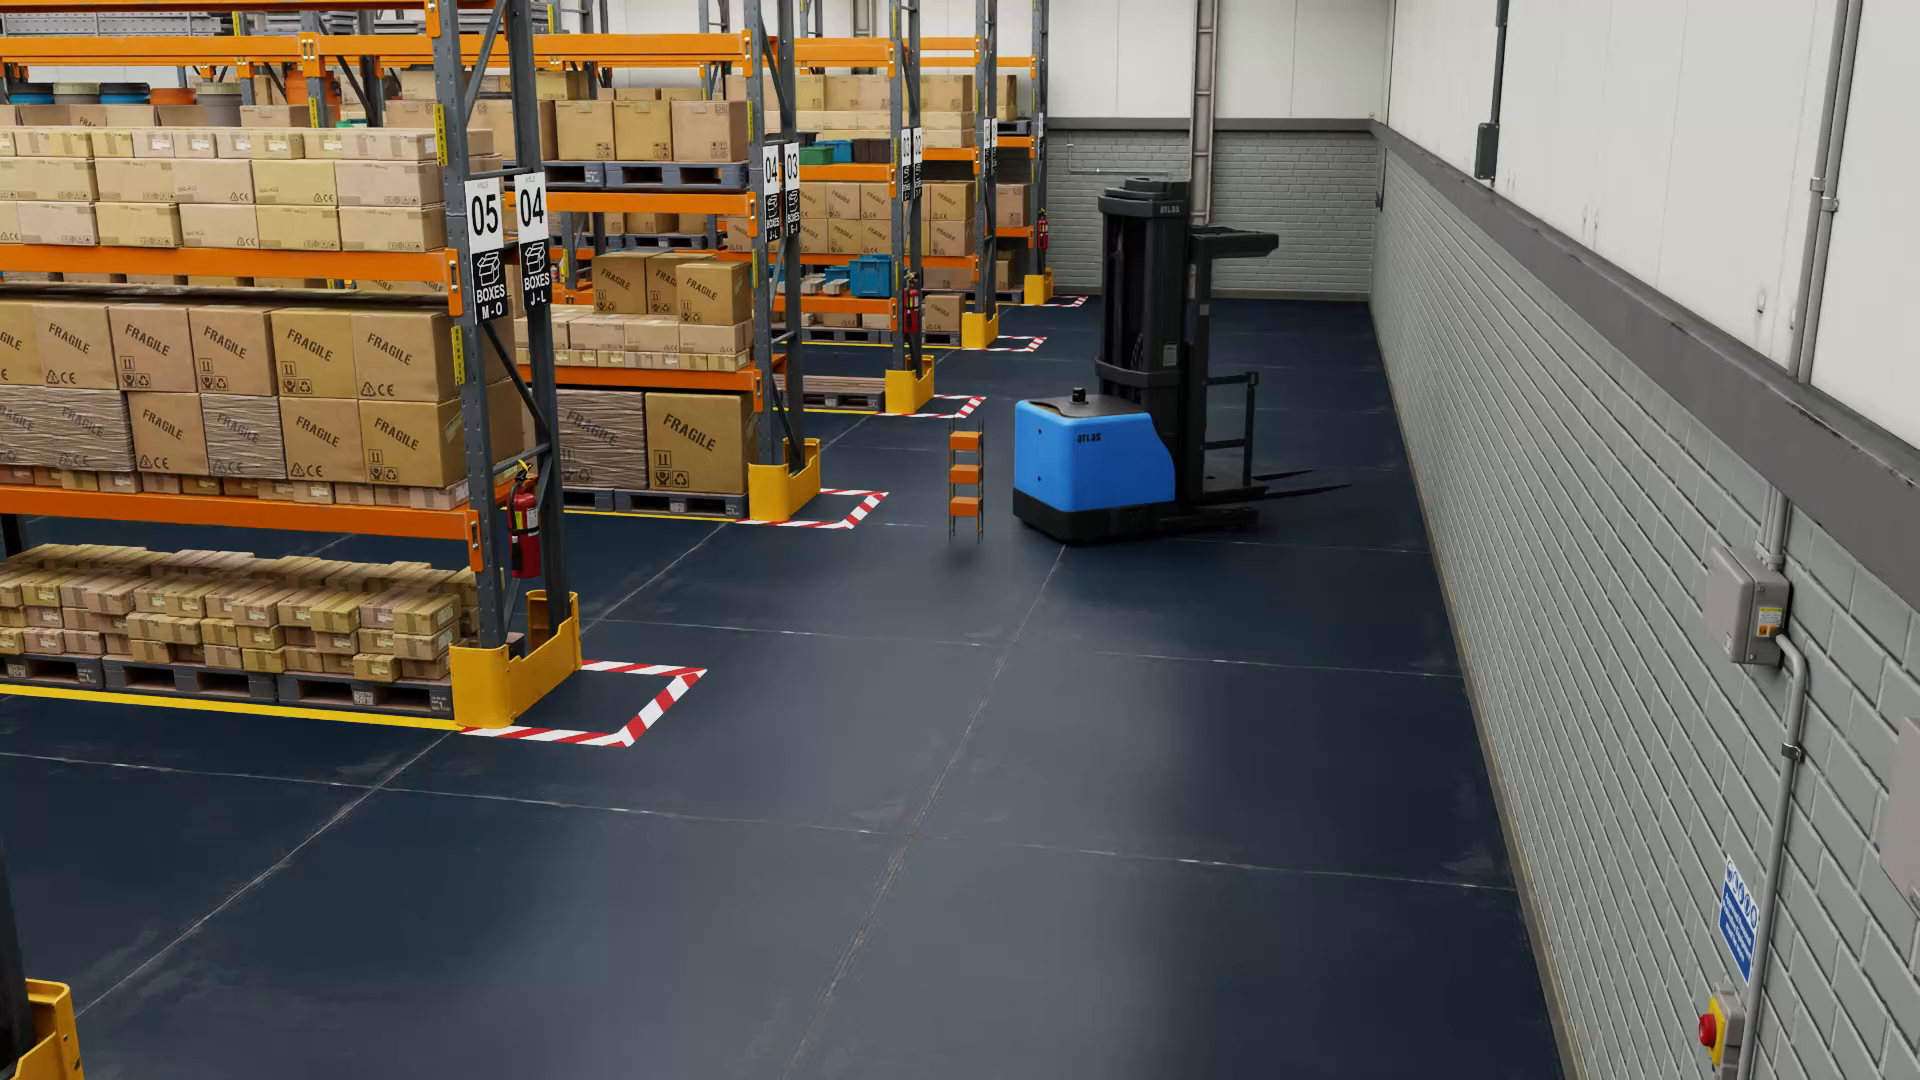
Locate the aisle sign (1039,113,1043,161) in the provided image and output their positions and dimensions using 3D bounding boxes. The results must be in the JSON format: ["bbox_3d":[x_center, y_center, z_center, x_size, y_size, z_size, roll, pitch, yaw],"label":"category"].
[{"bbox_3d":[1.367,-6.822,28.129,0.004,0.787,0.394,3,16,11],"label":"aisle sign"}]

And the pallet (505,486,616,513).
[{"bbox_3d":[-3.596,-0.507,15.428,1.213,0.211,1.003,3,16,11],"label":"pallet"}]

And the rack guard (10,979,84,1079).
[{"bbox_3d":[-3.556,2.035,5.710,0.348,0.500,1.175,3,16,11],"label":"rack guard"}]

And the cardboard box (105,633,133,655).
[{"bbox_3d":[-5.275,0.610,10.725,0.250,0.149,0.380,2,16,9],"label":"cardboard box"}]

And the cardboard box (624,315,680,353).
[{"bbox_3d":[-2.630,-1.818,14.661,0.500,0.250,0.500,3,16,10],"label":"cardboard box"}]

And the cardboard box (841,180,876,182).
[{"bbox_3d":[-1.511,-5.058,24.573,0.500,0.500,0.500,3,16,11],"label":"cardboard box"}]

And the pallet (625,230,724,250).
[{"bbox_3d":[-4.308,-4.546,25.145,1.213,0.211,1.003,3,16,11],"label":"pallet"}]

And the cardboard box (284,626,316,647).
[{"bbox_3d":[-4.019,0.535,10.439,0.250,0.149,0.380,3,16,10],"label":"cardboard box"}]

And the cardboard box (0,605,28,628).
[{"bbox_3d":[-6.055,0.437,10.793,0.250,0.149,0.380,3,16,11],"label":"cardboard box"}]

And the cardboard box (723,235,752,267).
[{"bbox_3d":[-4.098,-5.077,29.943,0.750,0.750,0.750,4,16,13],"label":"cardboard box"}]

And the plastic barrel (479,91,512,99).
[{"bbox_3d":[-5.473,-5.006,19.688,0.600,0.588,0.600,0,15,0],"label":"plastic barrel"}]

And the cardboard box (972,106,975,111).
[{"bbox_3d":[0.075,-7.272,28.313,0.500,0.250,0.500,3,16,9],"label":"cardboard box"}]

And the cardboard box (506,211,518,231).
[{"bbox_3d":[-6.827,-5.027,25.547,0.500,0.500,0.700,-2,16,-8],"label":"cardboard box"}]

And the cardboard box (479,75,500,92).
[{"bbox_3d":[-7.040,-6.731,24.994,0.500,0.500,0.500,3,16,11],"label":"cardboard box"}]

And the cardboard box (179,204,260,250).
[{"bbox_3d":[-4.176,-1.855,9.731,0.500,0.250,0.500,4,16,13],"label":"cardboard box"}]

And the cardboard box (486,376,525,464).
[{"bbox_3d":[-3.077,-0.759,10.369,0.500,0.500,0.500,4,16,14],"label":"cardboard box"}]

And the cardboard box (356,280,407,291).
[{"bbox_3d":[-5.106,-2.317,15.055,0.500,0.500,0.500,3,16,11],"label":"cardboard box"}]

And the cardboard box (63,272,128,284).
[{"bbox_3d":[-8.093,-2.642,15.846,0.637,0.503,0.797,3,16,12],"label":"cardboard box"}]

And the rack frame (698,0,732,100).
[{"bbox_3d":[-3.547,-7.459,24.062,0.127,3.000,1.000,3,16,11],"label":"rack frame"}]

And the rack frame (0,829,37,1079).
[{"bbox_3d":[-3.580,0.830,5.378,0.053,2.616,0.949,3,16,11],"label":"rack frame"}]

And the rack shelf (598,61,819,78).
[{"bbox_3d":[-4.523,-8.322,29.274,4.000,0.370,1.077,3,16,11],"label":"rack shelf"}]

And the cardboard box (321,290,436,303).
[{"bbox_3d":[-3.575,-1.263,10.317,0.500,0.500,0.500,4,16,13],"label":"cardboard box"}]

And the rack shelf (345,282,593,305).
[{"bbox_3d":[-6.498,-3.032,20.666,4.000,0.370,1.077,3,16,11],"label":"rack shelf"}]

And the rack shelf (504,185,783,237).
[{"bbox_3d":[-3.565,-2.969,14.820,4.000,0.370,1.077,3,16,11],"label":"rack shelf"}]

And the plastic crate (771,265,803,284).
[{"bbox_3d":[-2.085,-3.177,20.043,0.300,0.233,0.416,3,16,11],"label":"plastic crate"}]

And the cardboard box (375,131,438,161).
[{"bbox_3d":[-3.077,-2.219,9.361,0.250,0.149,0.380,3,16,11],"label":"cardboard box"}]

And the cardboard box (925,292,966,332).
[{"bbox_3d":[-0.209,-3.327,24.241,0.500,0.500,0.500,3,16,11],"label":"cardboard box"}]

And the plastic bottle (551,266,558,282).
[{"bbox_3d":[-5.059,-3.316,20.716,0.097,0.201,0.097,0,15,0],"label":"plastic bottle"}]

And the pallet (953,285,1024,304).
[{"bbox_3d":[0.557,-4.329,29.225,1.213,0.211,1.003,3,16,11],"label":"pallet"}]

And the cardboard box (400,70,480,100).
[{"bbox_3d":[-4.604,-4.030,14.738,0.500,0.250,0.500,2,16,7],"label":"cardboard box"}]

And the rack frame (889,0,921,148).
[{"bbox_3d":[-0.618,-5.950,18.617,0.127,3.000,1.000,3,16,11],"label":"rack frame"}]

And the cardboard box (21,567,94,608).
[{"bbox_3d":[-5.800,0.304,10.716,0.250,0.149,0.380,3,16,10],"label":"cardboard box"}]

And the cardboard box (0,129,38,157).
[{"bbox_3d":[-5.612,-2.364,9.887,0.250,0.149,0.380,3,16,10],"label":"cardboard box"}]

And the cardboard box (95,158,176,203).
[{"bbox_3d":[-4.689,-2.128,9.782,0.500,0.250,0.500,2,16,9],"label":"cardboard box"}]

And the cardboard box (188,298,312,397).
[{"bbox_3d":[-4.198,-1.156,9.930,0.500,0.500,0.500,4,16,14],"label":"cardboard box"}]

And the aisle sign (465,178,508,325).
[{"bbox_3d":[-2.681,-1.642,9.431,0.004,0.787,0.394,3,16,11],"label":"aisle sign"}]

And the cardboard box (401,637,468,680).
[{"bbox_3d":[-3.250,0.727,10.304,0.250,0.149,0.380,3,16,12],"label":"cardboard box"}]

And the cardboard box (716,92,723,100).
[{"bbox_3d":[-3.962,-7.658,29.388,0.500,0.500,0.700,3,16,10],"label":"cardboard box"}]

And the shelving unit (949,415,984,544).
[{"bbox_3d":[0.052,-0.503,13.842,0.252,1.050,0.215,3,16,11],"label":"shelving unit"}]

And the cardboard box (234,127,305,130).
[{"bbox_3d":[-4.213,-2.445,10.177,0.250,0.149,0.380,4,16,13],"label":"cardboard box"}]

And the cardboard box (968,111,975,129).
[{"bbox_3d":[-0.079,-6.065,23.992,0.500,0.250,0.500,3,16,11],"label":"cardboard box"}]

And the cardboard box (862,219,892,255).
[{"bbox_3d":[-1.117,-4.410,24.108,0.500,0.500,0.500,3,16,12],"label":"cardboard box"}]

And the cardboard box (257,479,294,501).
[{"bbox_3d":[-4.060,-0.356,10.127,0.250,0.149,0.380,2,16,9],"label":"cardboard box"}]

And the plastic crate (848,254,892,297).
[{"bbox_3d":[-0.983,-3.074,19.293,0.499,0.435,0.616,3,16,11],"label":"plastic crate"}]

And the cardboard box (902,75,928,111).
[{"bbox_3d":[-0.607,-6.402,23.807,0.500,0.500,0.700,3,16,11],"label":"cardboard box"}]

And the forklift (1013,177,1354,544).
[{"bbox_3d":[2.027,-1.621,14.354,3.031,2.935,1.130,-7,17,-23],"label":"forklift"}]

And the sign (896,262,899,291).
[{"bbox_3d":[-0.712,-2.993,18.873,0.005,0.325,0.100,3,16,11],"label":"sign"}]

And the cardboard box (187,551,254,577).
[{"bbox_3d":[-4.919,0.201,11.085,0.250,0.149,0.380,3,16,9],"label":"cardboard box"}]

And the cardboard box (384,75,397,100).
[{"bbox_3d":[-10.826,-8.375,30.892,0.500,0.500,0.500,3,16,12],"label":"cardboard box"}]

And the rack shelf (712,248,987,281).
[{"bbox_3d":[-1.587,-4.115,24.575,4.000,0.370,1.077,3,16,11],"label":"rack shelf"}]

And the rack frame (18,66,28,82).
[{"bbox_3d":[-15.306,-8.097,26.366,0.127,3.000,1.000,3,16,11],"label":"rack frame"}]

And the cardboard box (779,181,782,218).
[{"bbox_3d":[-2.636,-4.972,24.261,0.500,0.500,0.500,3,16,9],"label":"cardboard box"}]

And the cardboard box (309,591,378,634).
[{"bbox_3d":[-3.776,0.442,10.215,0.250,0.149,0.380,3,16,10],"label":"cardboard box"}]

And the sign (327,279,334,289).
[{"bbox_3d":[-5.623,-2.354,14.850,0.005,0.325,0.100,3,16,11],"label":"sign"}]

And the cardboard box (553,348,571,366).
[{"bbox_3d":[-3.517,-1.657,14.825,0.250,0.149,0.380,3,16,12],"label":"cardboard box"}]

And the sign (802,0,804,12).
[{"bbox_3d":[-2.660,-9.101,28.091,0.005,0.325,0.100,3,16,11],"label":"sign"}]

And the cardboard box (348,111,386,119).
[{"bbox_3d":[-8.998,-6.422,25.433,0.500,0.250,0.500,3,16,10],"label":"cardboard box"}]
